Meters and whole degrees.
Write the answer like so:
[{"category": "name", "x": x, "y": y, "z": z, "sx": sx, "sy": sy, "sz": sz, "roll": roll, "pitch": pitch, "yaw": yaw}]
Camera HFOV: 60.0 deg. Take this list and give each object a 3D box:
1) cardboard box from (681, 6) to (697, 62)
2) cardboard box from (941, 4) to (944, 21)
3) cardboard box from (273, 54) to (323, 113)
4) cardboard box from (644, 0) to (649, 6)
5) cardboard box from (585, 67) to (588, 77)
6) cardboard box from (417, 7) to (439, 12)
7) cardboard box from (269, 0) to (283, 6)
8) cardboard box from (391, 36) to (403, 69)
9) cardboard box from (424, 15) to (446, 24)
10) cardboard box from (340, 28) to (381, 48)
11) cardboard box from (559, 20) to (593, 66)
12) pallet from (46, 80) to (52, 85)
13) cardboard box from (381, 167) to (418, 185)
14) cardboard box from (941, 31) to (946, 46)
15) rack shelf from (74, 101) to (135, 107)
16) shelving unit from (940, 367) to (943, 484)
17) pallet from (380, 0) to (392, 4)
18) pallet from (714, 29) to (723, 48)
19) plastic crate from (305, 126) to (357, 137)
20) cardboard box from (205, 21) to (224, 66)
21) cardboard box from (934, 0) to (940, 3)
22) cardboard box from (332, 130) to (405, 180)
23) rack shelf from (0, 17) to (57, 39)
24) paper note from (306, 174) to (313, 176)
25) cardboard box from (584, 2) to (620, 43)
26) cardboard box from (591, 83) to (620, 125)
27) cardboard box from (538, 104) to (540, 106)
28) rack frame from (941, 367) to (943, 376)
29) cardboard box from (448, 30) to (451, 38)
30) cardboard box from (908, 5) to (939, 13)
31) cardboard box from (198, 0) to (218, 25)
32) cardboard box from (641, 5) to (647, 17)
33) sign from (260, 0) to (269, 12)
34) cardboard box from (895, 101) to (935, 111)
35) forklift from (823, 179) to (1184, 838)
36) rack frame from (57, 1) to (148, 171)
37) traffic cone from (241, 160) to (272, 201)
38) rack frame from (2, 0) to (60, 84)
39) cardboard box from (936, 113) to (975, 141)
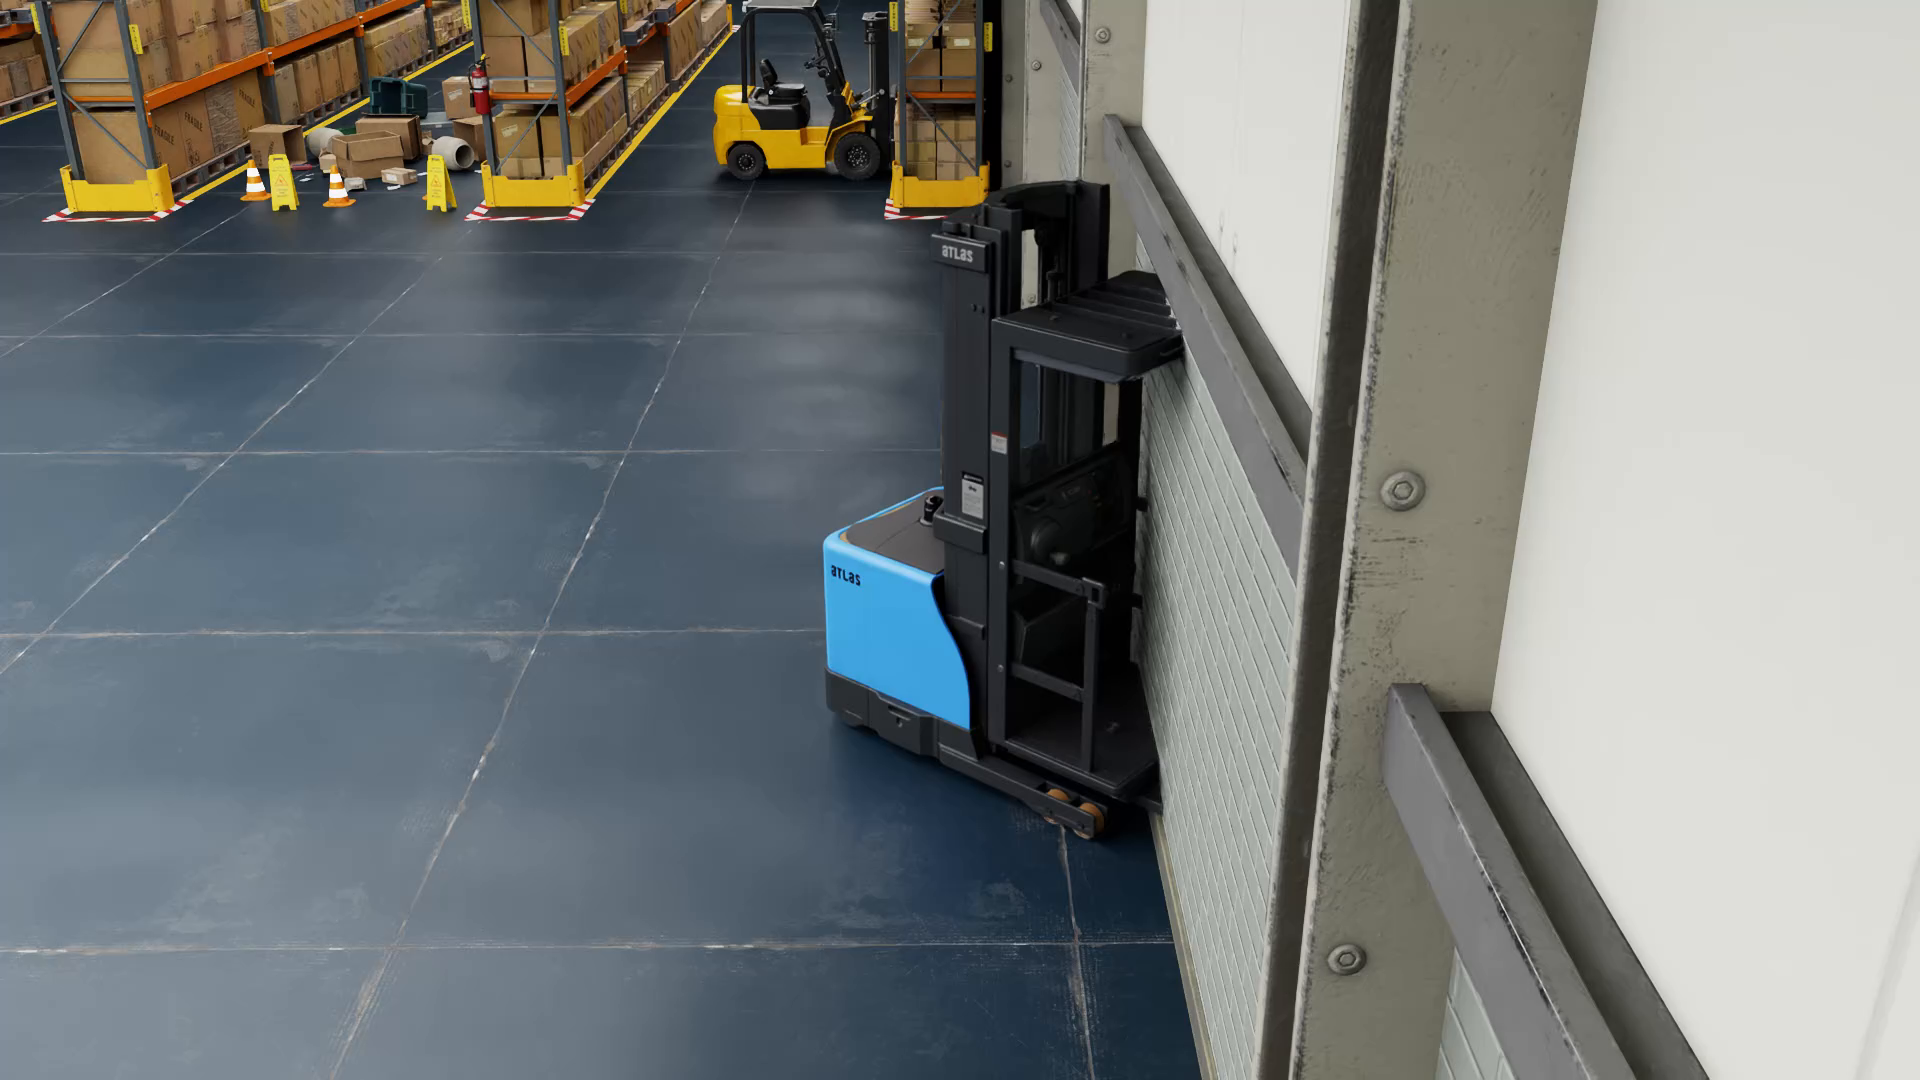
[{"category": "cardboard box", "x": -5.219, "y": -8.998, "z": 29.574, "sx": 0.875, "sy": 0.875, "sz": 0.875, "roll": 0, "pitch": 24, "yaw": 1}, {"category": "cardboard box", "x": -0.022, "y": -7.499, "z": 23.767, "sx": 0.500, "sy": 0.250, "sz": 0.500, "roll": -1, "pitch": 24, "yaw": -1}, {"category": "cardboard box", "x": -10.288, "y": -6.861, "z": 25.001, "sx": 1.050, "sy": 0.750, "sz": 0.750, "roll": 0, "pitch": 24, "yaw": -1}, {"category": "cardboard box", "x": -4.969, "y": -8.295, "z": 24.958, "sx": 0.500, "sy": 0.500, "sz": 0.500, "roll": -1, "pitch": 24, "yaw": -3}, {"category": "cardboard box", "x": -4.921, "y": -5.909, "z": 20.980, "sx": 0.380, "sy": 0.149, "sz": 0.250, "roll": 0, "pitch": 24, "yaw": 1}, {"category": "cardboard box", "x": -10.573, "y": -10.499, "z": 33.052, "sx": 0.380, "sy": 0.149, "sz": 0.250, "roll": 1, "pitch": 24, "yaw": 2}, {"category": "cardboard box", "x": -10.204, "y": -7.960, "z": 23.874, "sx": 0.700, "sy": 0.500, "sz": 0.500, "roll": -1, "pitch": 24, "yaw": -1}, {"category": "cardboard box", "x": -10.000, "y": -8.454, "z": 28.826, "sx": 0.500, "sy": 0.500, "sz": 0.500, "roll": -1, "pitch": 24, "yaw": -2}, {"category": "cardboard box", "x": -10.090, "y": -9.970, "z": 31.882, "sx": 0.380, "sy": 0.149, "sz": 0.250, "roll": -1, "pitch": 24, "yaw": -2}, {"category": "cardboard box", "x": -9.994, "y": -8.370, "z": 27.729, "sx": 0.500, "sy": 0.250, "sz": 0.500, "roll": -1, "pitch": 24, "yaw": -3}, {"category": "cardboard box", "x": -4.936, "y": -6.259, "z": 20.966, "sx": 0.500, "sy": 0.500, "sz": 0.500, "roll": -1, "pitch": 24, "yaw": -2}, {"category": "pallet", "x": -15.122, "y": -7.764, "z": 28.161, "sx": 1.003, "sy": 0.211, "sz": 1.213, "roll": 0, "pitch": 24, "yaw": -1}, {"category": "cardboard box", "x": -7.227, "y": -4.689, "z": 21.438, "sx": 0.380, "sy": 0.149, "sz": 0.250, "roll": 13, "pitch": 27, "yaw": 27}, {"category": "cardboard box", "x": -0.040, "y": -6.065, "z": 20.111, "sx": 0.380, "sy": 0.149, "sz": 0.250, "roll": 0, "pitch": 24, "yaw": -1}, {"category": "rack shelf", "x": -10.163, "y": -5.955, "z": 21.477, "sx": 0.831, "sy": 0.071, "sz": 3.687, "roll": 0, "pitch": 24, "yaw": -1}, {"category": "shelving unit", "x": -2.865, "y": -5.278, "z": 20.735, "sx": 5.752, "sy": 1.800, "sz": 21.905, "roll": 0, "pitch": 24, "yaw": -1}, {"category": "pallet", "x": -10.291, "y": -9.418, "z": 28.667, "sx": 1.003, "sy": 0.211, "sz": 1.213, "roll": 0, "pitch": 24, "yaw": -1}, {"category": "pallet", "x": -5.270, "y": -9.949, "z": 32.993, "sx": 1.003, "sy": 0.211, "sz": 1.213, "roll": 0, "pitch": 24, "yaw": -1}, {"category": "plastic crate", "x": -8.873, "y": -5.721, "z": 23.602, "sx": 0.450, "sy": 0.188, "sz": 0.662, "roll": 3, "pitch": 22, "yaw": 31}, {"category": "cardboard box", "x": -10.252, "y": -6.509, "z": 21.819, "sx": 0.875, "sy": 0.550, "sz": 0.550, "roll": 0, "pitch": 24, "yaw": -1}, {"category": "cardboard box", "x": -0.461, "y": -7.261, "z": 22.396, "sx": 0.380, "sy": 0.149, "sz": 0.250, "roll": -1, "pitch": 24, "yaw": -2}, {"category": "cardboard box", "x": -7.743, "y": -5.033, "z": 21.767, "sx": 0.797, "sy": 0.503, "sz": 0.637, "roll": -19, "pitch": 31, "yaw": -36}, {"category": "rack shelf", "x": -15.167, "y": -7.558, "z": 25.193, "sx": 1.077, "sy": 0.370, "sz": 4.000, "roll": 0, "pitch": 24, "yaw": -1}, {"category": "paper note", "x": -8.541, "y": -4.798, "z": 21.845, "sx": 0.032, "sy": 0.001, "sz": 0.123, "roll": 13, "pitch": 27, "yaw": 27}, {"category": "cardboard box", "x": -4.983, "y": -7.105, "z": 22.837, "sx": 0.500, "sy": 0.500, "sz": 0.500, "roll": -1, "pitch": 24, "yaw": -2}, {"category": "cardboard box", "x": -4.954, "y": -5.934, "z": 22.647, "sx": 0.500, "sy": 0.500, "sz": 0.500, "roll": 0, "pitch": 24, "yaw": 0}, {"category": "cardboard box", "x": -5.533, "y": -5.617, "z": 21.159, "sx": 0.380, "sy": 0.149, "sz": 0.250, "roll": 0, "pitch": 24, "yaw": 0}, {"category": "rack frame", "x": -0.001, "y": -0.578, "z": 11.073, "sx": 0.240, "sy": 1.200, "sz": 0.006, "roll": 0, "pitch": 24, "yaw": -1}, {"category": "cardboard box", "x": -10.103, "y": -9.809, "z": 32.249, "sx": 0.380, "sy": 0.149, "sz": 0.250, "roll": -1, "pitch": 24, "yaw": -3}, {"category": "cardboard box", "x": -0.466, "y": -6.737, "z": 21.236, "sx": 0.380, "sy": 0.149, "sz": 0.250, "roll": 0, "pitch": 24, "yaw": 0}, {"category": "cardboard box", "x": -10.224, "y": -7.001, "z": 21.597, "sx": 0.875, "sy": 0.550, "sz": 0.550, "roll": 0, "pitch": 24, "yaw": -1}, {"category": "cardboard box", "x": -4.913, "y": -7.949, "z": 24.981, "sx": 0.380, "sy": 0.149, "sz": 0.250, "roll": 1, "pitch": 24, "yaw": 1}, {"category": "sign", "x": -9.673, "y": -9.800, "z": 26.332, "sx": 0.100, "sy": 1.808, "sz": 8.007, "roll": 0, "pitch": 24, "yaw": -1}, {"category": "cardboard box", "x": -0.573, "y": -5.482, "z": 21.345, "sx": 0.500, "sy": 0.250, "sz": 0.500, "roll": 0, "pitch": 24, "yaw": 0}, {"category": "forklift", "x": -11.428, "y": -7.531, "z": 24.344, "sx": 44.689, "sy": 2.935, "sz": 13.090, "roll": 19, "pitch": 31, "yaw": 36}, {"category": "rack frame", "x": -10.144, "y": -5.394, "z": 19.536, "sx": 0.949, "sy": 2.616, "sz": 0.053, "roll": 0, "pitch": 24, "yaw": -1}, {"category": "traffic cone", "x": -8.727, "y": -4.463, "z": 20.557, "sx": 0.336, "sy": 0.463, "sz": 0.334, "roll": 0, "pitch": 24, "yaw": -1}, {"category": "rack frame", "x": -15.189, "y": -8.710, "z": 26.867, "sx": 1.000, "sy": 3.000, "sz": 0.127, "roll": 0, "pitch": 24, "yaw": -1}, {"category": "cardboard box", "x": -0.045, "y": -5.074, "z": 20.444, "sx": 0.500, "sy": 0.250, "sz": 0.500, "roll": -1, "pitch": 24, "yaw": -1}]
